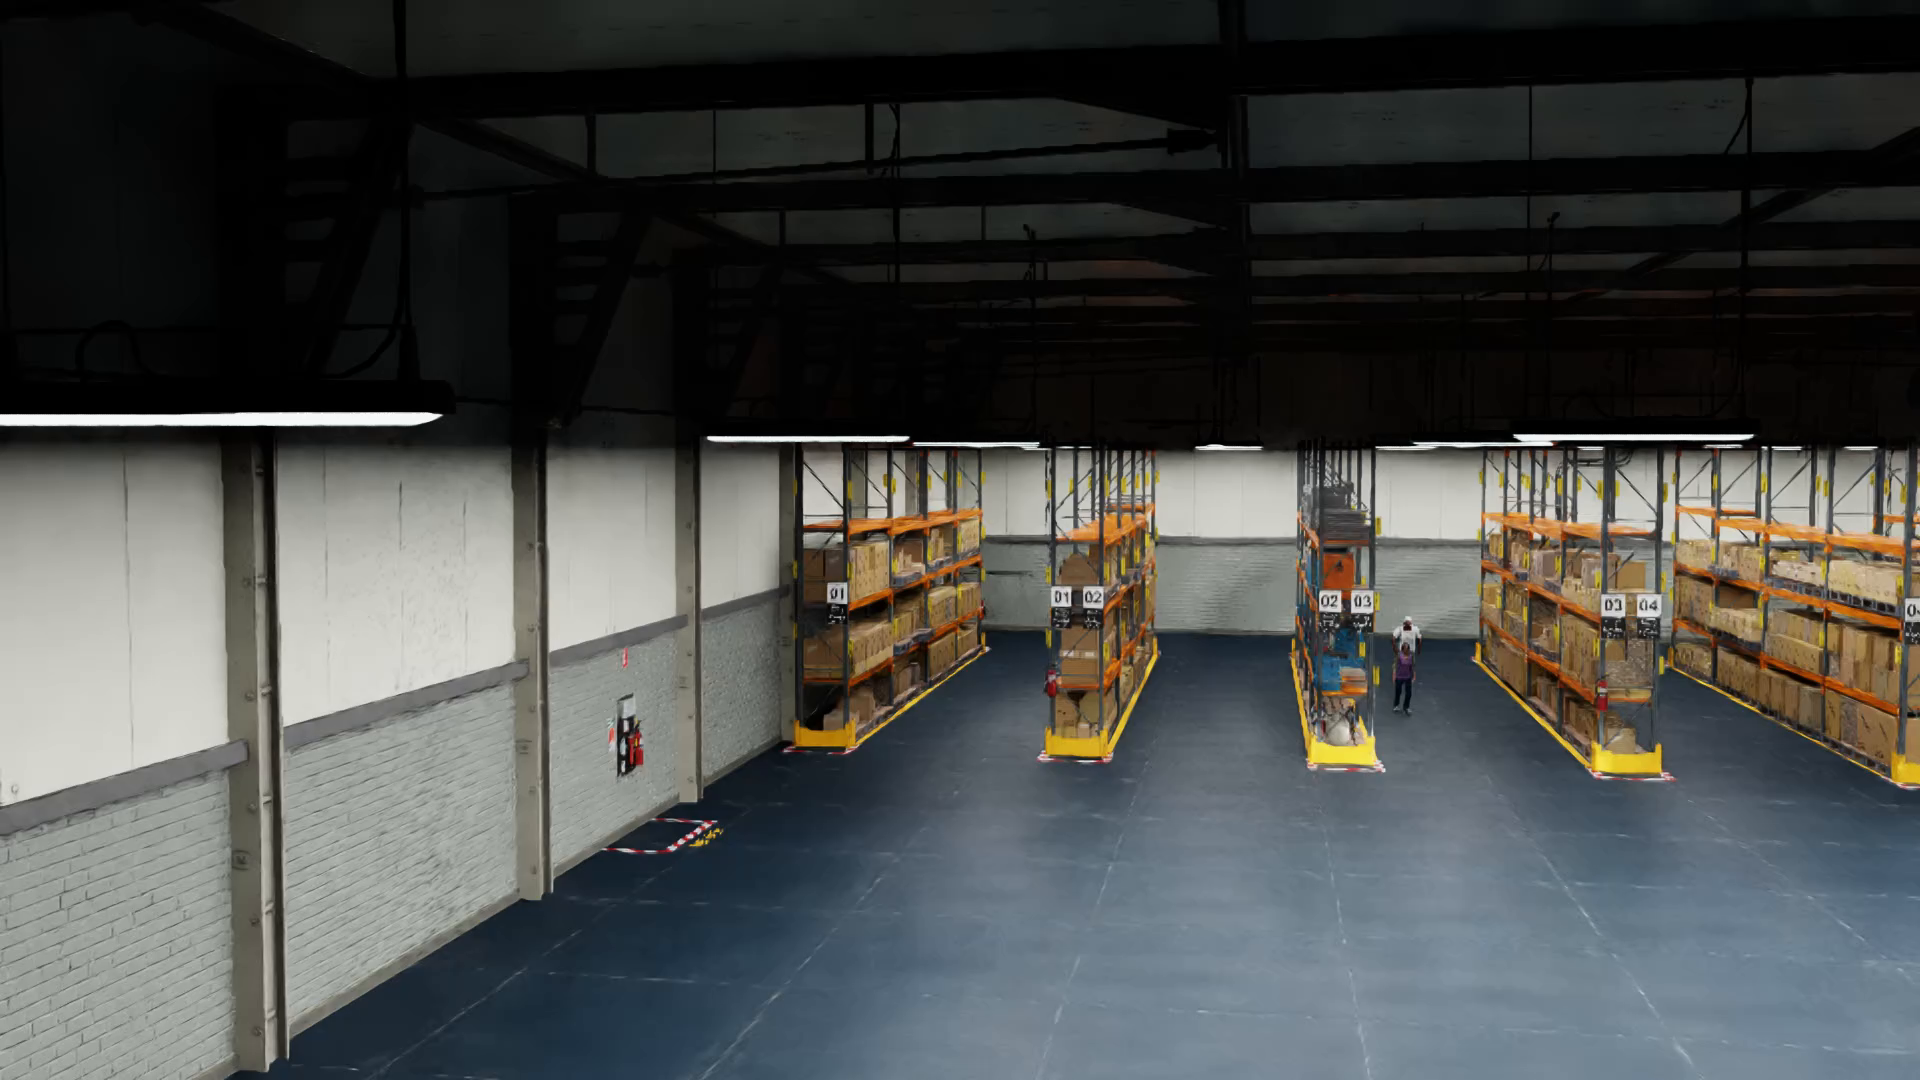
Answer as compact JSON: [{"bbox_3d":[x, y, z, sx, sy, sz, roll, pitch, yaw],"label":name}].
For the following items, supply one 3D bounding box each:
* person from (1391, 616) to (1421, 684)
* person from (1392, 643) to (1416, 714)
[{"bbox_3d":[11.005,2.706,40.990,0.719,1.714,0.578,0,3,8],"label":"person"},{"bbox_3d":[9.736,3.011,36.557,0.544,1.562,0.615,0,3,1],"label":"person"}]
